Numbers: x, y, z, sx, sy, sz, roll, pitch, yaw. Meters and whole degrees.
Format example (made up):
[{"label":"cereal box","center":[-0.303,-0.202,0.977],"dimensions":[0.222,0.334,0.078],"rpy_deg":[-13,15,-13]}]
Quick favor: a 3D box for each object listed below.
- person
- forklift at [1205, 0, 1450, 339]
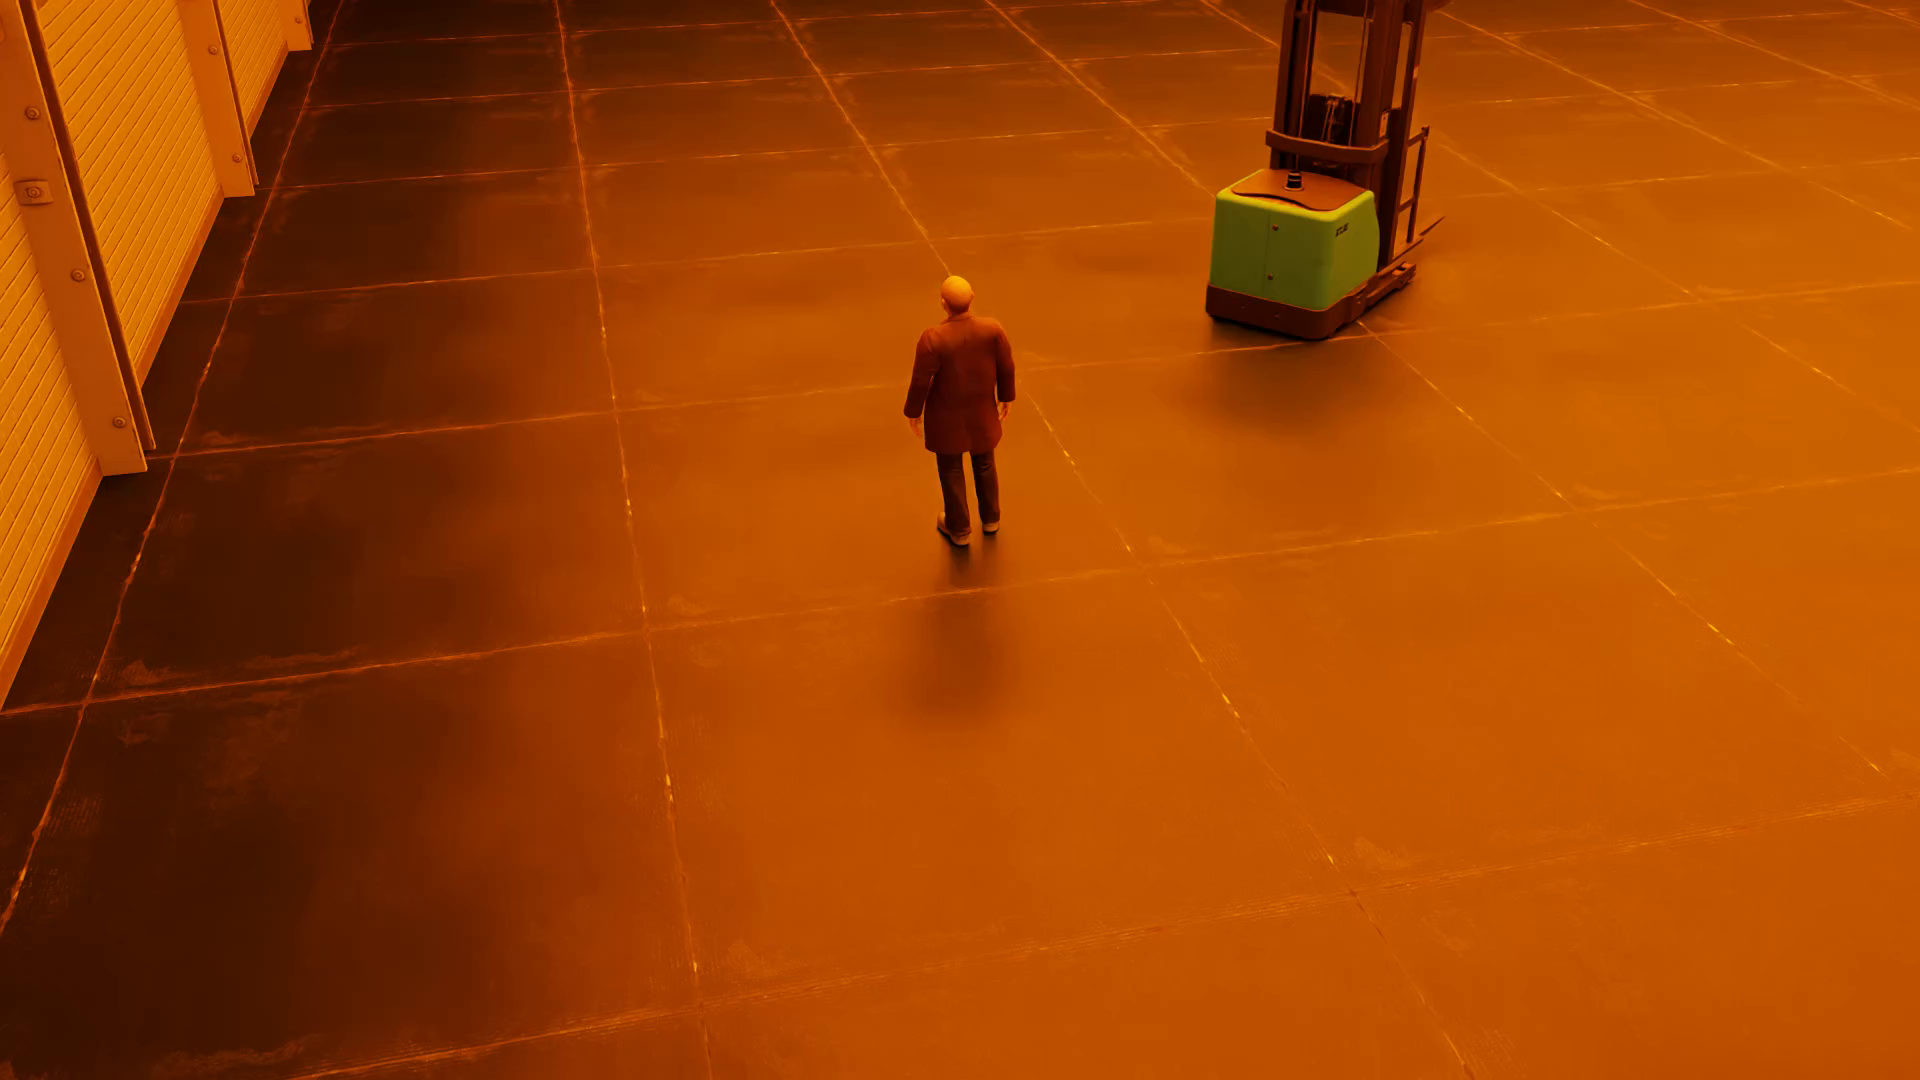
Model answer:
[{"label":"person","center":[-0.017,-0.820,10.128],"dimensions":[0.696,1.776,0.582],"rpy_deg":[-7,31,-12]},{"label":"forklift","center":[3.273,-3.532,13.676],"dimensions":[1.130,2.935,3.031],"rpy_deg":[20,35,30]}]
